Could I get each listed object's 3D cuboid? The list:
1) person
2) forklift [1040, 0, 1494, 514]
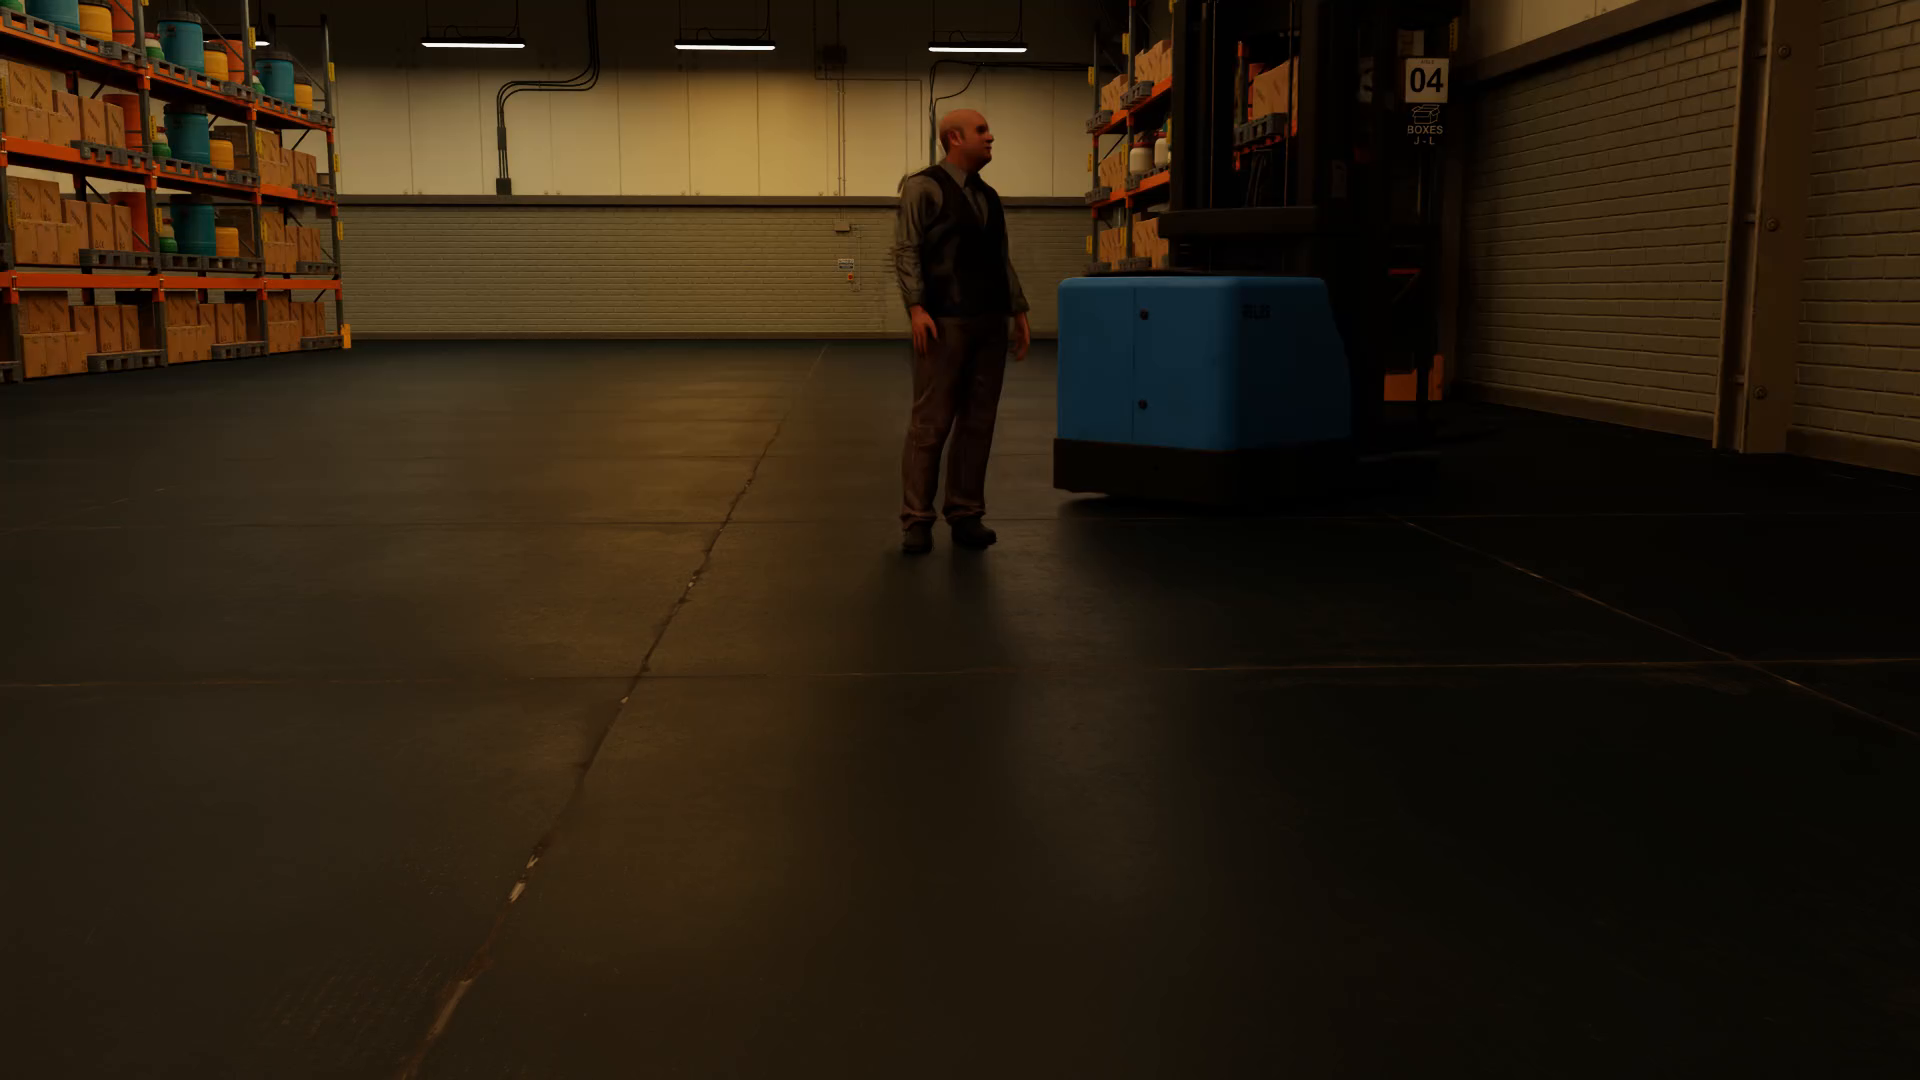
[{"bbox_3d":[0.112,-0.815,6.587,0.550,1.698,0.663,6,10,33],"label":"person"},{"bbox_3d":[1.767,-1.730,8.479,1.130,2.935,3.031,8,12,43],"label":"forklift"}]
